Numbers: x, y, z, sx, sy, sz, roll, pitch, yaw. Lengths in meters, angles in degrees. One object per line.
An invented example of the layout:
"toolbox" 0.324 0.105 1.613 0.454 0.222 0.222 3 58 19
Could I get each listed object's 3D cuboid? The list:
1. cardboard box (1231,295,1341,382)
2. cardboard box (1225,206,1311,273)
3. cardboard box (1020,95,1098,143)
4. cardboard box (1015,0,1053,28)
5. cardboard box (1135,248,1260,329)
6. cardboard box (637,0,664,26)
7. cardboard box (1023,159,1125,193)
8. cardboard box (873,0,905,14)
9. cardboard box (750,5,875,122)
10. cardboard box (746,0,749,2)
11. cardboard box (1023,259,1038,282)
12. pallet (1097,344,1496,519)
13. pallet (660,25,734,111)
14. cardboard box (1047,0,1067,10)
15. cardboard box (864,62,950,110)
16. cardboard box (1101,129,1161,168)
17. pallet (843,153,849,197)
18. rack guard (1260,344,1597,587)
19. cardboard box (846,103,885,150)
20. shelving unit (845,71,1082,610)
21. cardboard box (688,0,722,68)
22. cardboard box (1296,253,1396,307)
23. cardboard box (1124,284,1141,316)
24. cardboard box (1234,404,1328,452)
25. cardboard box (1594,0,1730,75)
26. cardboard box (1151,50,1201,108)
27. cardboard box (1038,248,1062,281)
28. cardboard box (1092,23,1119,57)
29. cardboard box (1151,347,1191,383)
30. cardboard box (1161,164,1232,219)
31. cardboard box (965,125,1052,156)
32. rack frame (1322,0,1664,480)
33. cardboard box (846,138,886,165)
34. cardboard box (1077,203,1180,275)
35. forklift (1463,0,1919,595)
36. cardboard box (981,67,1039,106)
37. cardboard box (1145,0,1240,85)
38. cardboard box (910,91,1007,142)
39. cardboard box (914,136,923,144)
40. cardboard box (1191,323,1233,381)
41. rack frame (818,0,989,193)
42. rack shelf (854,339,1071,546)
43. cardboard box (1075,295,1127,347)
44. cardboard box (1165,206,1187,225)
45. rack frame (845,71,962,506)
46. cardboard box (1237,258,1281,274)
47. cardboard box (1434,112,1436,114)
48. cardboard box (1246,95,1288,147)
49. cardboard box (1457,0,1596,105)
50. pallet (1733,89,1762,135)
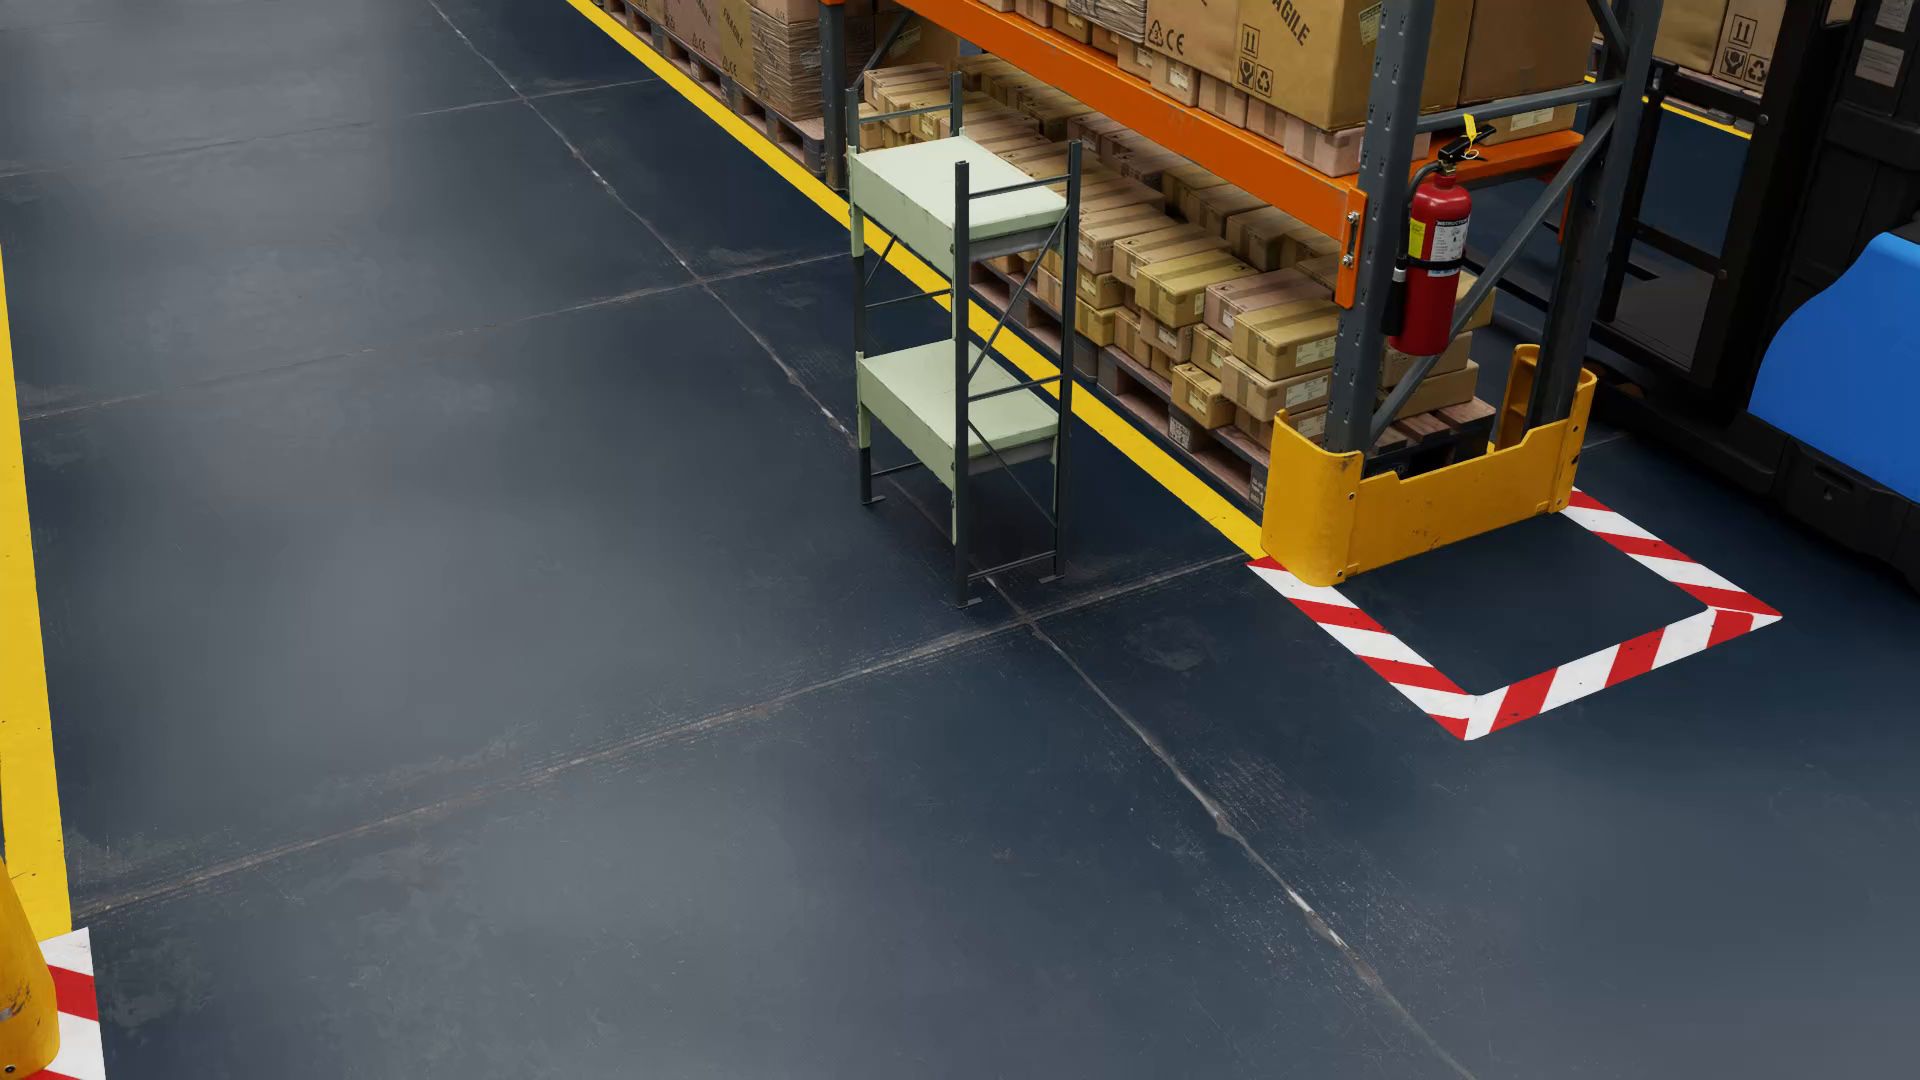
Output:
"cardboard box" 1.171 -0.702 5.767 0.380 0.149 0.250 -15 36 -23
"cardboard box" 1.270 -1.200 6.545 0.380 0.149 0.250 -18 37 -25
"cardboard box" 0.502 -1.945 7.708 0.380 0.149 0.250 -15 35 -22
"cardboard box" 0.442 -2.140 6.542 0.380 0.149 0.250 -14 35 -21
"cardboard box" 0.871 -0.928 6.120 0.380 0.149 0.250 -17 36 -24
"cardboard box" -1.747 -3.588 10.497 0.500 0.500 0.500 -15 36 -23
"cardboard box" 0.460 -1.453 6.940 0.380 0.149 0.250 -16 36 -23
"cardboard box" -0.334 -3.054 8.970 0.500 0.250 0.500 -18 37 -25
"cardboard box" -0.791 -2.609 8.970 0.500 0.500 0.500 -17 36 -24
"cardboard box" -1.022 -3.176 9.159 0.500 0.250 0.500 -14 35 -21
"cardboard box" 0.493 -1.202 7.099 0.380 0.149 0.250 -15 36 -22
"pallet" 1.259 -0.545 6.405 1.003 0.211 1.213 -16 36 -23
"pallet" -1.160 -2.975 10.198 1.003 0.211 1.213 -16 36 -23
"cardboard box" 0.501 -2.331 6.239 0.500 0.500 0.500 -14 35 -21
"cardboard box" -0.246 -2.206 8.114 0.380 0.149 0.250 -14 35 -21
"cardboard box" 0.846 -1.714 7.347 0.380 0.149 0.250 -17 36 -25
"pallet" 0.121 -1.710 8.223 1.003 0.211 1.213 -16 36 -23
"rack guard" 1.606 -0.270 5.708 1.175 0.500 0.348 -16 36 -23
"cardboard box" -0.337 -2.043 8.137 0.380 0.149 0.250 -14 35 -21
"shelving unit" -0.003 -0.635 5.350 0.431 1.500 0.755 -16 36 -23
"cardboard box" -1.265 -3.100 9.736 0.500 0.500 0.500 -17 36 -24
"cardboard box" 1.463 -0.950 6.154 0.380 0.149 0.250 -15 36 -22
"cardboard box" 0.865 -0.970 6.461 0.380 0.149 0.250 -16 36 -24
"cardboard box" 1.212 -0.462 5.943 0.380 0.149 0.250 -15 36 -22
"cardboard box" 4.449 -3.342 9.766 0.875 0.875 0.875 -16 36 -23
"cardboard box" 0.887 -1.625 5.739 0.380 0.149 0.250 -15 36 -22
"cardboard box" 0.543 -1.187 6.799 0.380 0.149 0.250 -14 35 -21
"cardboard box" 0.717 -1.902 6.171 0.380 0.149 0.250 -17 37 -25
"cardboard box" 0.955 -0.707 6.326 0.380 0.149 0.250 -16 36 -23
"cardboard box" 1.067 -1.472 6.969 0.380 0.149 0.250 -15 36 -22
"cardboard box" 0.180 -1.690 7.310 0.380 0.149 0.250 -15 36 -22
"rack frame" 1.642 -1.286 4.977 1.000 3.000 0.127 -16 36 -23
"cardboard box" -0.338 -1.917 8.215 0.380 0.149 0.250 -18 37 -25
"cardboard box" 0.632 -1.182 6.516 0.380 0.149 0.250 -15 35 -21
"forklift" 3.046 -1.767 5.791 1.130 2.935 3.031 -15 35 -21
"cardboard box" 0.327 -2.206 8.115 0.380 0.149 0.250 -15 36 -23
"cardboard box" 0.969 -1.851 5.489 0.500 0.500 0.500 -16 36 -24
"cardboard box" -0.008 -1.951 7.717 0.380 0.149 0.250 -16 36 -24
"cardboard box" 0.006 -1.838 7.816 0.380 0.149 0.250 -16 36 -23
"cardboard box" 1.069 -0.706 6.050 0.380 0.149 0.250 -17 36 -24
"rack frame" -0.223 -3.195 7.957 1.000 3.000 0.127 -16 36 -23
"rack shelf" -0.003 -0.360 5.526 0.431 0.370 0.720 -16 36 -23
"cardboard box" 0.654 -0.927 6.670 0.380 0.149 0.250 -18 37 -25
"cardboard box" 0.960 -1.314 6.997 0.380 0.149 0.250 -14 35 -21
"rack frame" -0.174 -0.809 5.623 0.400 1.500 0.023 -16 36 -23
"cardboard box" 1.331 -1.092 6.651 0.380 0.149 0.250 -15 35 -22
"cardboard box" 1.625 -1.529 5.588 0.380 0.149 0.250 -15 35 -21
"cardboard box" 1.157 -1.393 5.377 0.380 0.149 0.250 -16 36 -23
"cardboard box" 1.677 -1.737 5.313 0.500 0.500 0.500 -14 35 -21
"pallet" 5.070 -2.255 9.074 1.003 0.211 1.213 -16 36 -23
